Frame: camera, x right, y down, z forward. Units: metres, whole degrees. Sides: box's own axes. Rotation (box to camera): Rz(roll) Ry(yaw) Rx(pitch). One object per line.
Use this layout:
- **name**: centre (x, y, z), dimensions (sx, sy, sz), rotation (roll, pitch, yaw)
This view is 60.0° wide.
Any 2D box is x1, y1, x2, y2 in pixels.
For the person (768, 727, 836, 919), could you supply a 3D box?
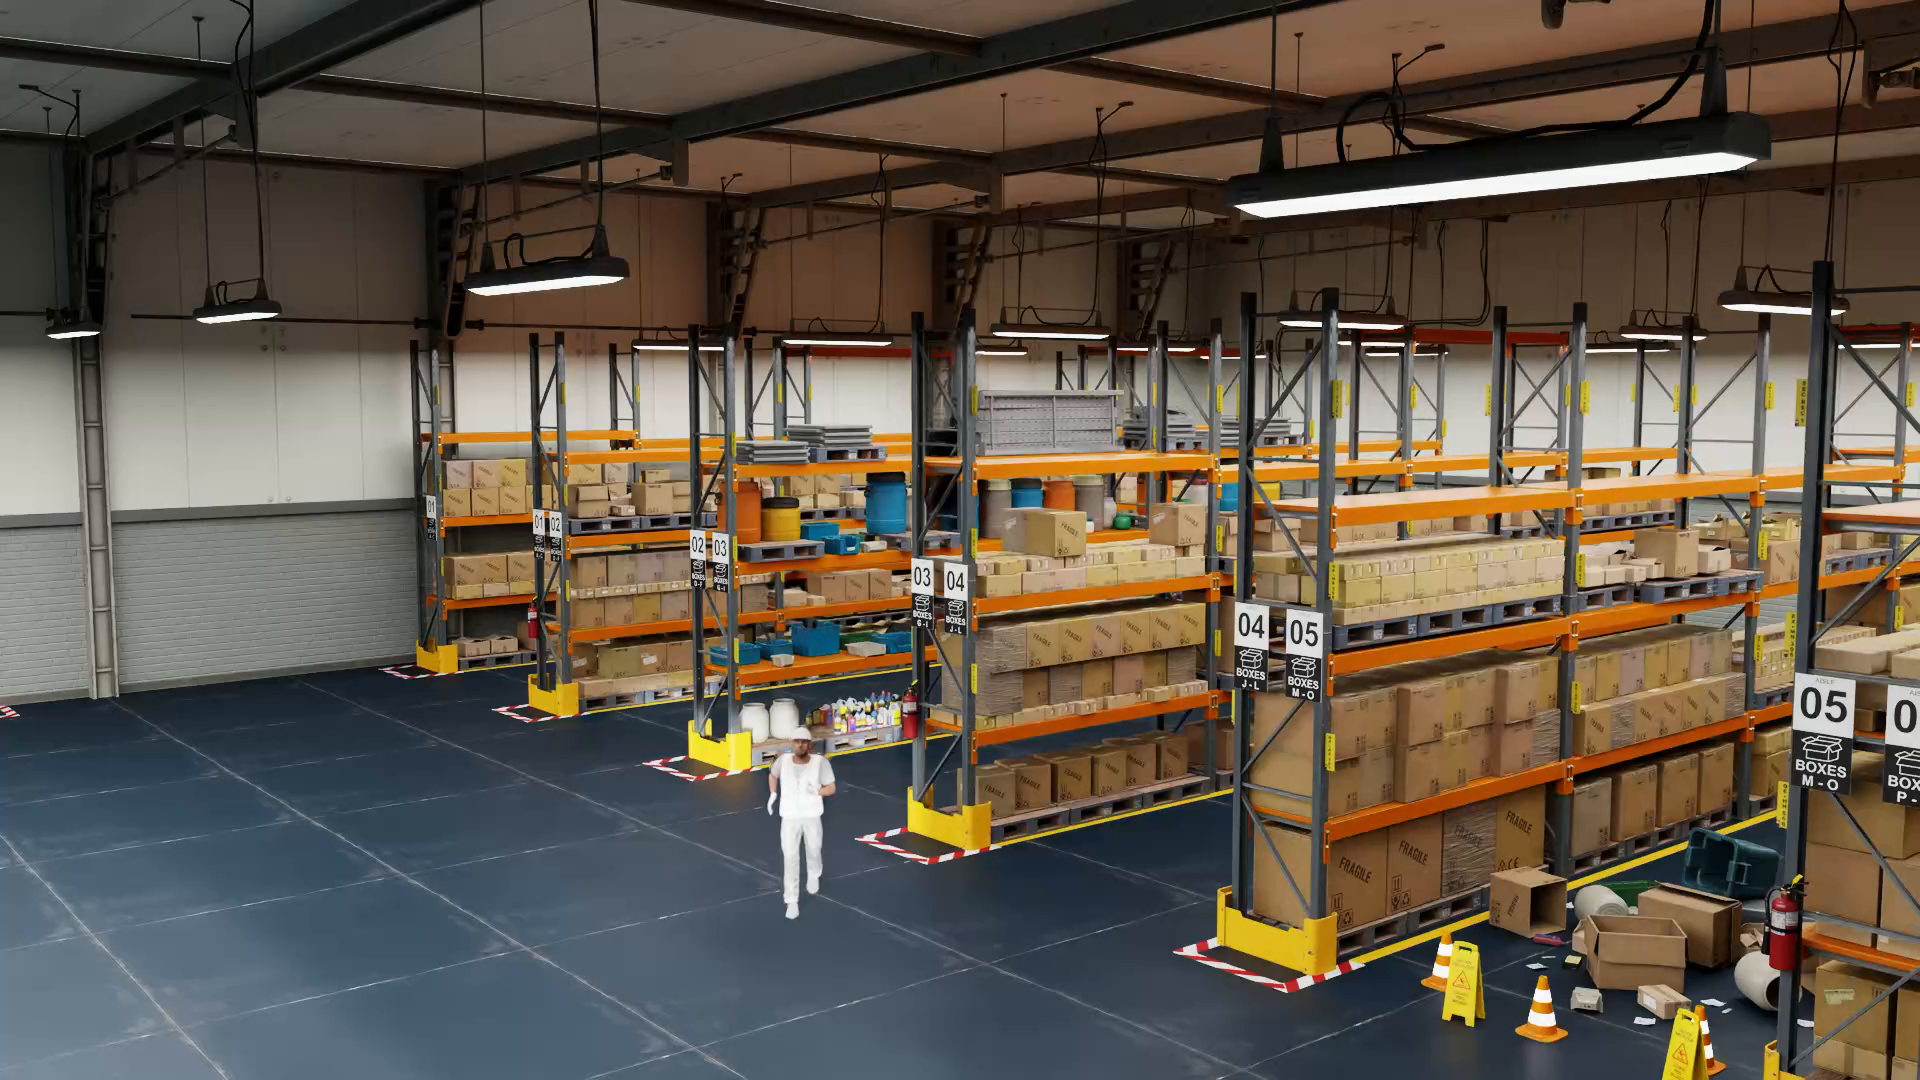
- **person**: centre (-1.562, 2.727, 16.421), dimensions (0.683, 1.775, 0.992), rotation (0, 5, -1)
